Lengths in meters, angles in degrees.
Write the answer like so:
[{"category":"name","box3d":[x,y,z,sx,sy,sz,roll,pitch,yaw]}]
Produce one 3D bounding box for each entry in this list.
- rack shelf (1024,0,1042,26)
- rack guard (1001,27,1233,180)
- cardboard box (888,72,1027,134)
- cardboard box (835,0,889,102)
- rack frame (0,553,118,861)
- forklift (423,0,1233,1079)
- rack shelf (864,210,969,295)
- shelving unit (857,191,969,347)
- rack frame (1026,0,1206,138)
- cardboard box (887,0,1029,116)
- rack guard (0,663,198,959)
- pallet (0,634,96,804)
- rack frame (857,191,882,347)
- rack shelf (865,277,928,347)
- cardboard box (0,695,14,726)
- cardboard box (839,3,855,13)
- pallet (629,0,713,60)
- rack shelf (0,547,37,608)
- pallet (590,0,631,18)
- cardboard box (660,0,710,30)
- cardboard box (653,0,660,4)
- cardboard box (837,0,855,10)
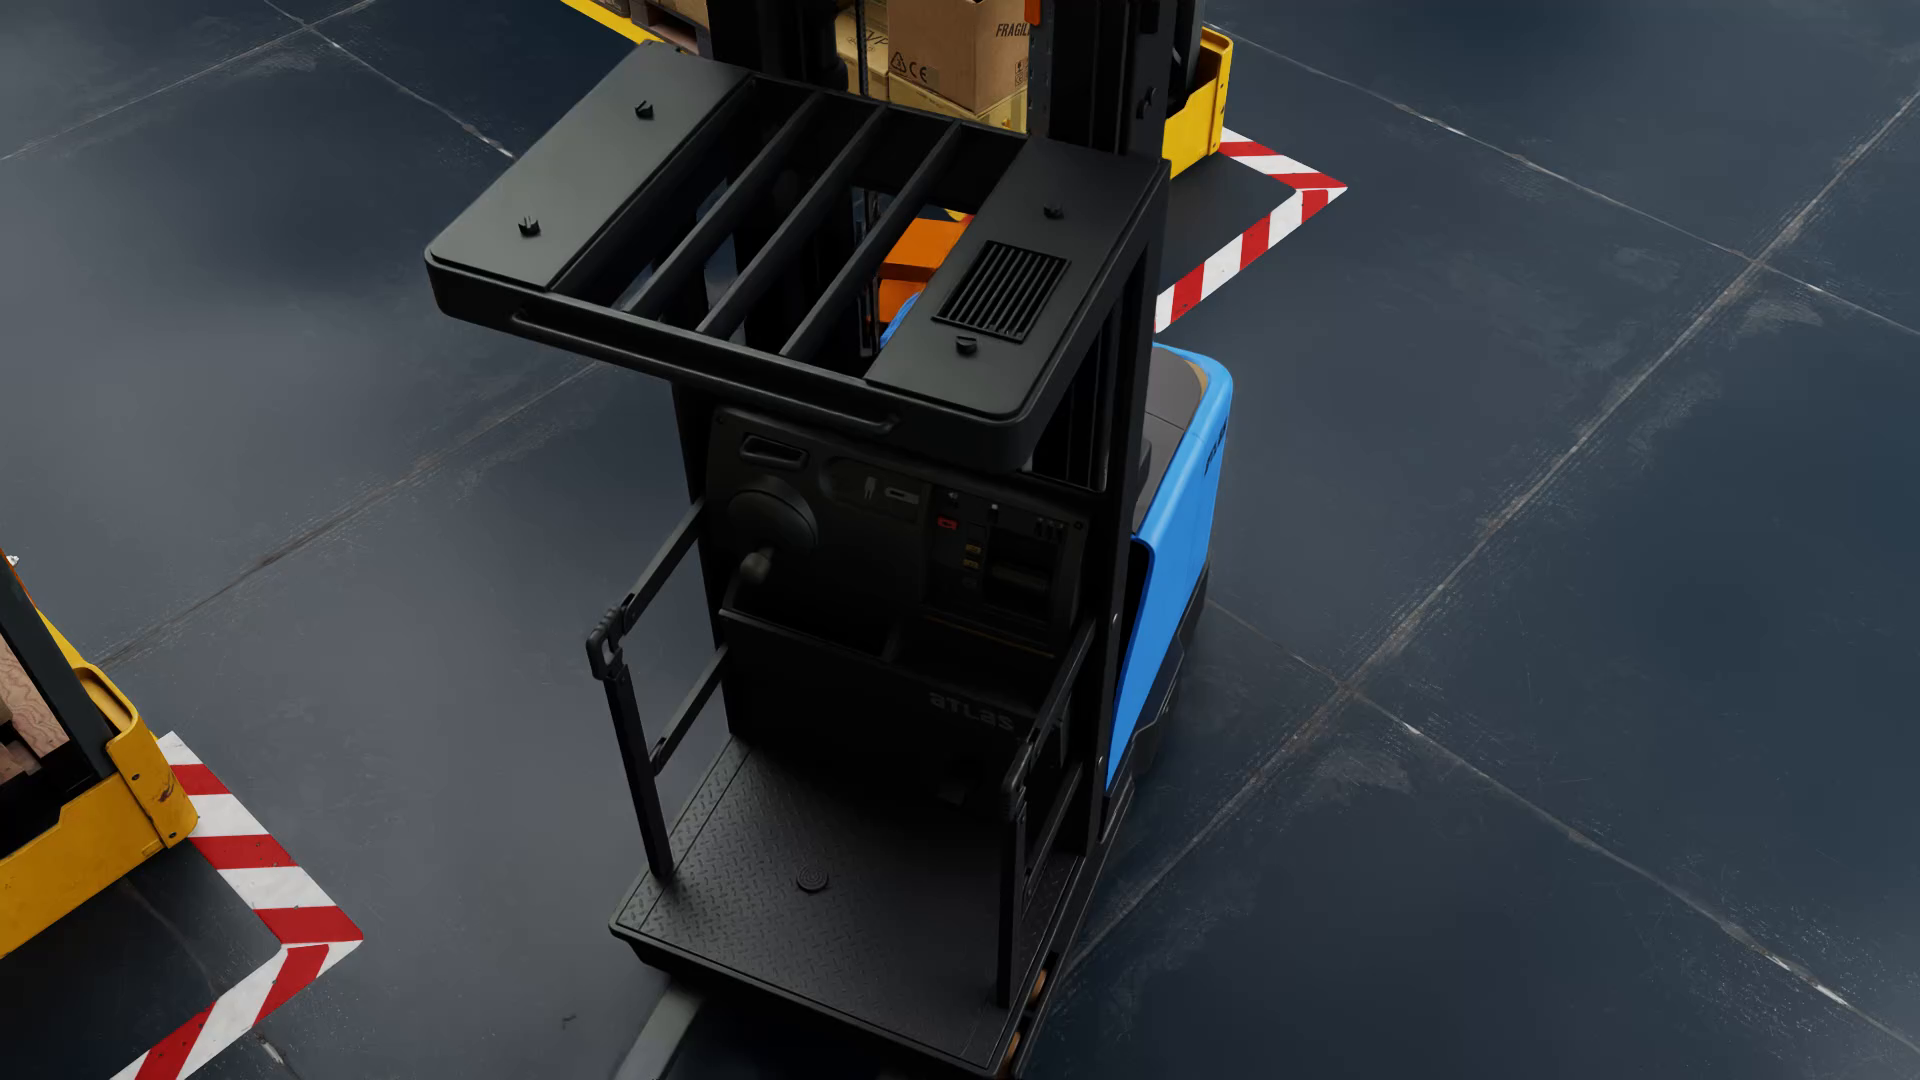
[{"category":"rack shelf","box3d":[-0.826,-3.317,7.300,4.000,0.370,1.077,34,55,28]},{"category":"rack guard","box3d":[0.661,-1.707,7.010,0.348,0.500,1.175,34,55,28]},{"category":"cardboard box","box3d":[0.049,-1.884,7.059,0.500,0.250,0.500,34,55,28]},{"category":"cardboard box","box3d":[-0.327,-2.124,7.285,0.500,0.250,0.500,34,55,28]},{"category":"rack frame","box3d":[-2.714,0.081,3.616,0.127,3.000,1.000,34,55,28]},{"category":"forklift","box3d":[-0.238,0.077,3.667,1.130,2.935,3.031,17,49,15]},{"category":"rack shelf","box3d":[-0.043,-0.877,5.211,0.480,0.148,0.258,7,47,7]},{"category":"shelving unit","box3d":[-0.043,-0.608,5.497,0.503,1.200,0.258,7,47,7]},{"category":"rack frame","box3d":[0.643,-2.574,6.109,0.127,3.000,1.000,34,55,28]},{"category":"cardboard box","box3d":[0.047,-2.139,6.785,0.500,0.500,0.500,34,55,28]},{"category":"rack guard","box3d":[-2.770,0.900,4.563,0.348,0.500,1.175,34,55,28]},{"category":"pallet","box3d":[-3.343,0.578,5.063,1.213,0.211,1.003,34,55,28]},{"category":"rack frame","box3d":[-0.283,-0.639,5.527,0.015,1.200,0.240,7,47,7]},{"category":"rack shelf","box3d":[-0.043,-0.715,5.383,0.480,0.148,0.258,7,47,7]},{"category":"cardboard box","box3d":[-3.161,0.461,4.802,0.500,0.311,0.500,28,53,24]},{"category":"cardboard box","box3d":[-0.695,-2.371,7.516,0.500,0.250,0.500,34,55,28]},{"category":"pallet","box3d":[-0.839,-2.579,8.026,1.213,0.211,1.003,34,55,28]},{"category":"rack shelf","box3d":[-4.183,-0.661,4.807,4.000,0.370,1.077,34,55,28]},{"category":"pallet","box3d":[-1.740,-3.182,8.593,1.213,0.211,1.003,34,55,28]},{"category":"cardboard box","box3d":[-1.062,-2.619,7.749,0.500,0.250,0.500,34,55,28]},{"category":"cardboard box","box3d":[-1.433,-2.863,7.978,0.500,0.250,0.500,34,55,28]},{"category":"cardboard box","box3d":[-0.697,-2.626,7.241,0.500,0.500,0.500,34,55,28]}]
